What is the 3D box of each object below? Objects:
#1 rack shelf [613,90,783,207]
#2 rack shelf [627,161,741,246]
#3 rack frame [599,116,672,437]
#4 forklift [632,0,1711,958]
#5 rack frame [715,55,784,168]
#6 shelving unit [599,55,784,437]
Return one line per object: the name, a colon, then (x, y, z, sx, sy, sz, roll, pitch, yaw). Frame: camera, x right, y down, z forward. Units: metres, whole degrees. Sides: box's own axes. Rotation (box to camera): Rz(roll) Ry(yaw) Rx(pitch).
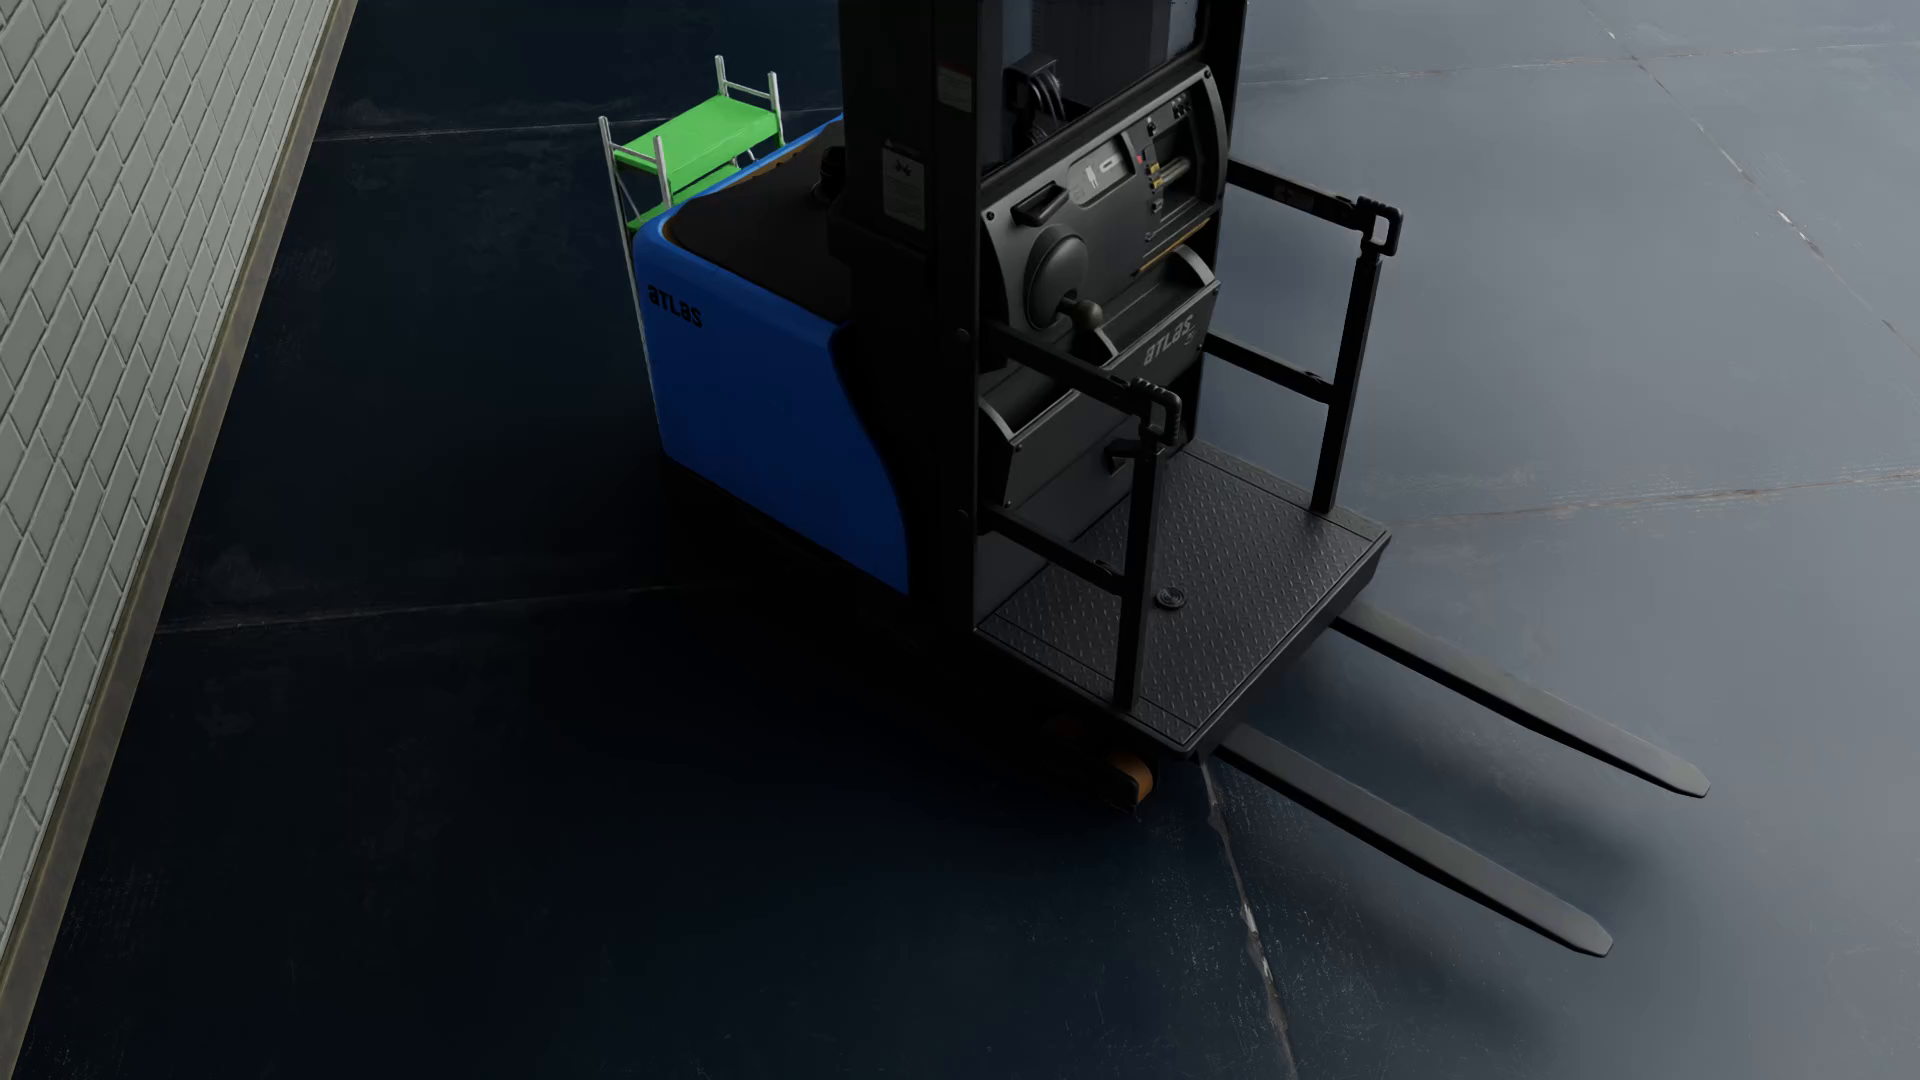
rack shelf: (-0.793, -1.173, 5.024, 0.258, 0.148, 0.480, 25, 47, 29)
rack shelf: (-0.783, -0.990, 5.180, 0.258, 0.148, 0.480, 25, 47, 29)
rack frame: (-0.923, -0.725, 5.149, 0.240, 1.200, 0.015, 25, 47, 29)
forklift: (0.530, -0.772, 3.918, 3.031, 2.935, 1.130, 29, 49, 28)
rack frame: (-0.629, -0.986, 5.438, 0.240, 1.200, 0.015, 25, 47, 29)
shelving unit: (-0.776, -0.856, 5.293, 0.258, 1.200, 0.503, 25, 47, 29)
